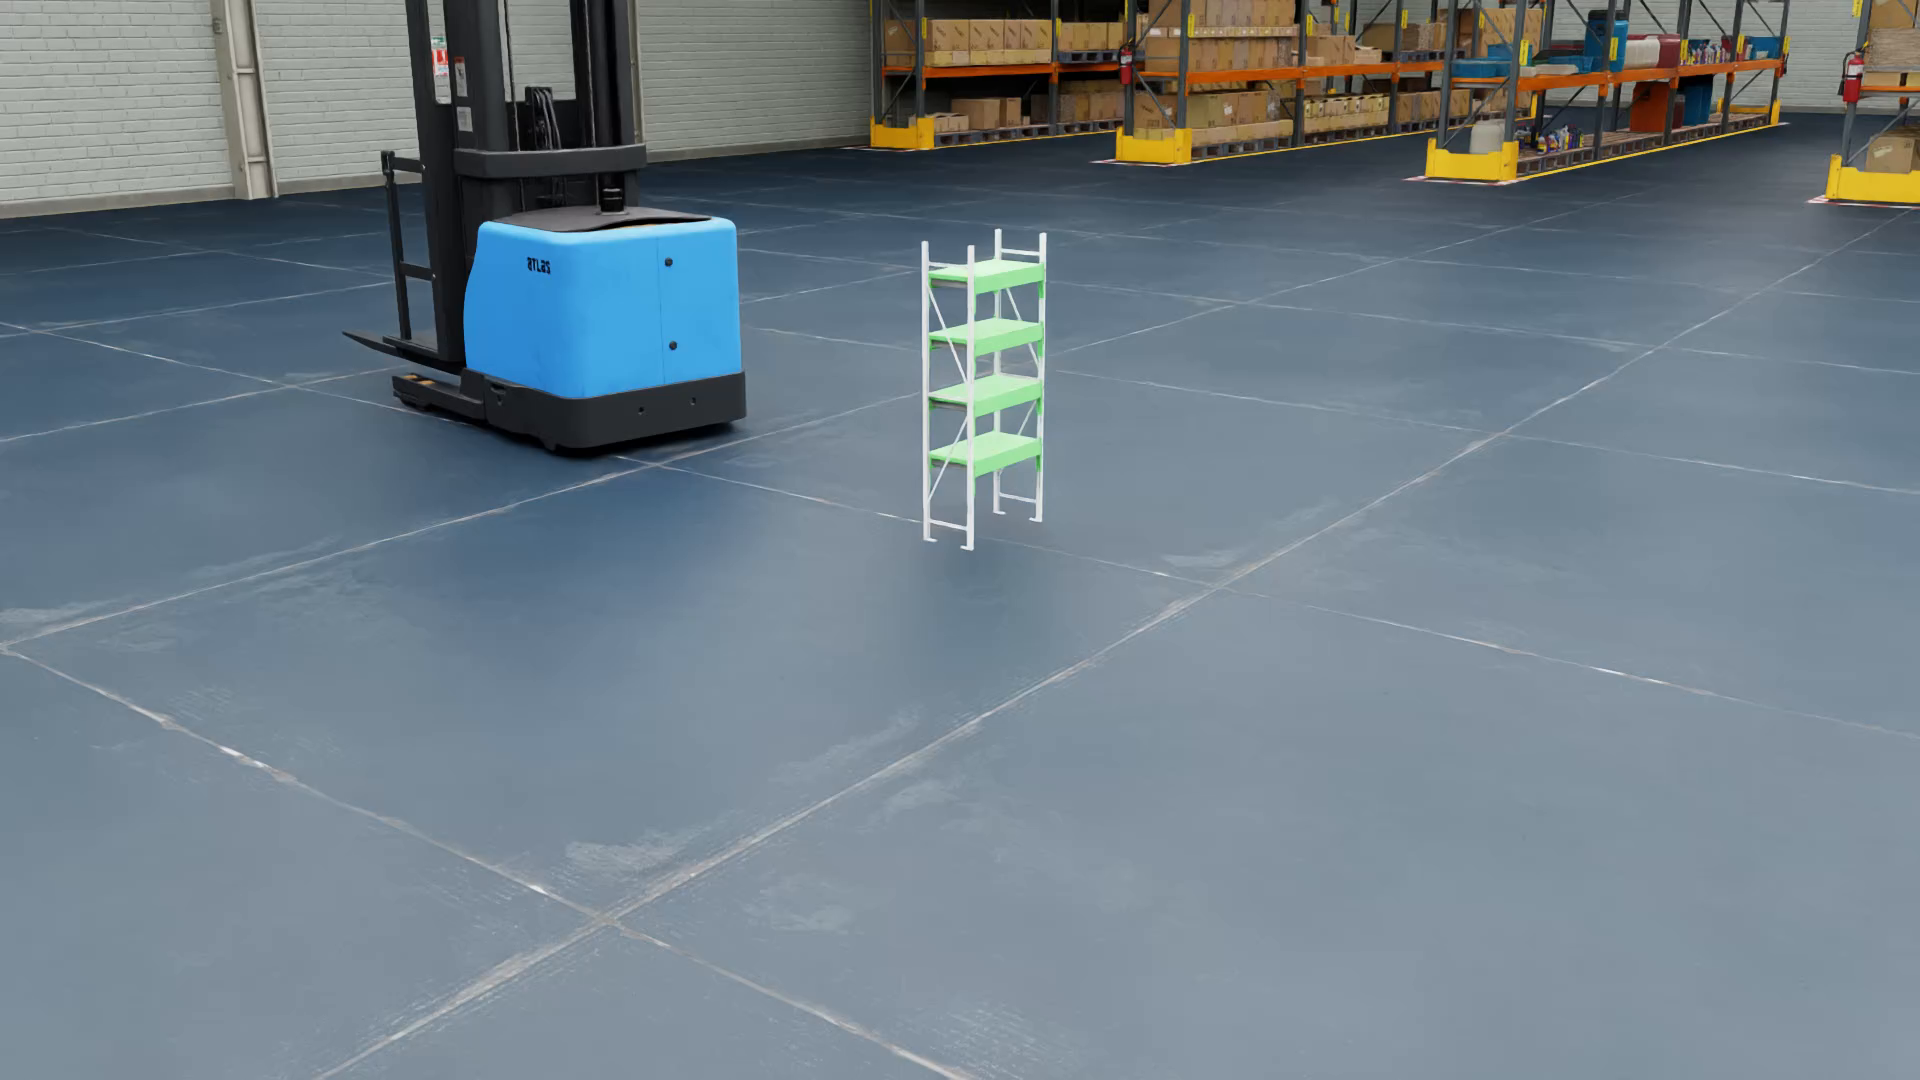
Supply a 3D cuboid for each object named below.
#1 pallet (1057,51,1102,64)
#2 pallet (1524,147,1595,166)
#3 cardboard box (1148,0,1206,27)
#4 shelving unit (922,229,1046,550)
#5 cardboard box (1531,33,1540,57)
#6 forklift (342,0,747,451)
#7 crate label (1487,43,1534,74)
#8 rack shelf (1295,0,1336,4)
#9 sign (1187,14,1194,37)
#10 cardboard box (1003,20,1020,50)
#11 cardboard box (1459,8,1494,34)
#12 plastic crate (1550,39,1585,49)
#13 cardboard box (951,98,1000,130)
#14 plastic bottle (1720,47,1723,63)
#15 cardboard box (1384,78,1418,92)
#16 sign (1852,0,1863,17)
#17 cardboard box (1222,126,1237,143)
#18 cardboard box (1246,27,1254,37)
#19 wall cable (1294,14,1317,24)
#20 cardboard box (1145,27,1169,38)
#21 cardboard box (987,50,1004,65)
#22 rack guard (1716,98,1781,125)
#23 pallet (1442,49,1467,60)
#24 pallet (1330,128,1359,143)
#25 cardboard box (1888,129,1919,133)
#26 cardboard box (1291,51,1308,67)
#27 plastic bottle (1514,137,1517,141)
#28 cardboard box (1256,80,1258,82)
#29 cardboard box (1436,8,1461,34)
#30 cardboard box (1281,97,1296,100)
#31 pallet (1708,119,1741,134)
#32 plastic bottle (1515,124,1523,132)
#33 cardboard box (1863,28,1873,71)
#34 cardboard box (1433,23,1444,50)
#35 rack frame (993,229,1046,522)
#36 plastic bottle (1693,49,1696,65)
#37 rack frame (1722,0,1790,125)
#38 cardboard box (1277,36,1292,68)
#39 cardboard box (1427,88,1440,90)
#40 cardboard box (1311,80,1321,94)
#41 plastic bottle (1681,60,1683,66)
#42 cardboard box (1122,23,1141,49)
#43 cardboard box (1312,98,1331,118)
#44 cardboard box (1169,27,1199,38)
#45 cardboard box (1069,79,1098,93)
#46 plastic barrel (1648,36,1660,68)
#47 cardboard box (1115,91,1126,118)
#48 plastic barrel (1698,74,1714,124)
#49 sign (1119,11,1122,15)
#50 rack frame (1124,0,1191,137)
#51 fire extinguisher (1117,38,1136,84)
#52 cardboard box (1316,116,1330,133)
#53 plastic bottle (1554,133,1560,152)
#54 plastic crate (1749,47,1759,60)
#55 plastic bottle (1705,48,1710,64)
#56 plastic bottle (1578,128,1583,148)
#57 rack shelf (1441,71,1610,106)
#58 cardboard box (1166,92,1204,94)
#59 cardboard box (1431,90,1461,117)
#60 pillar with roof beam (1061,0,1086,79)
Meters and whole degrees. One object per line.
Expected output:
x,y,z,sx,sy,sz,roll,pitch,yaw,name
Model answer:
1.928,-9.103,31.323,1.003,0.211,1.213,12,21,35,pallet
8.878,-5.803,25.076,1.003,0.211,1.213,12,21,35,pallet
3.273,-8.000,25.092,0.700,0.500,0.500,13,21,35,cardboard box
0.099,-0.612,6.693,0.258,1.200,0.503,12,21,35,shelving unit
12.438,-10.915,36.666,0.500,0.500,0.500,13,22,36,cardboard box
-2.468,-2.189,8.852,1.130,2.935,3.031,-15,23,-40,forklift
7.808,-6.838,23.646,0.502,0.435,0.616,12,21,35,crate label
7.314,-12.509,38.123,1.077,0.370,4.000,12,21,35,rack shelf
3.395,-7.563,24.447,0.100,0.325,0.005,12,21,35,sign
0.721,-8.929,29.394,0.500,0.500,0.500,12,21,33,cardboard box
10.610,-10.657,34.149,0.500,0.500,0.500,13,22,36,cardboard box
9.355,-7.488,25.690,0.402,0.464,0.583,12,21,35,plastic crate
0.274,-7.553,29.480,0.700,0.500,0.500,11,20,31,cardboard box
14.002,-8.923,30.617,0.061,0.283,0.133,12,21,35,plastic bottle
8.725,-9.014,32.921,0.500,0.250,0.500,12,21,34,cardboard box
10.473,-6.267,19.380,0.100,0.325,0.005,12,21,35,sign
4.044,-6.426,26.306,0.500,0.250,0.500,12,21,35,cardboard box
4.433,-8.053,26.355,0.380,0.149,0.250,13,22,36,cardboard box
8.509,-12.854,41.365,0.084,1.984,1.851,12,21,35,wall cable
3.028,-7.693,25.198,0.380,0.149,0.250,12,21,34,cardboard box
0.427,-8.450,29.116,0.500,0.250,0.500,13,21,35,cardboard box
16.466,-8.960,34.754,1.175,0.500,0.348,12,21,35,rack guard
9.539,-9.807,33.589,1.003,0.211,1.213,12,21,35,pallet
6.470,-7.306,29.916,1.003,0.211,1.213,12,21,35,pallet
12.009,-4.907,20.993,0.500,0.500,0.500,15,23,40,cardboard box
5.595,-8.217,28.400,0.500,0.250,0.500,14,22,38,cardboard box
8.144,-5.841,24.472,0.097,0.201,0.097,0,17,0,plastic bottle
6.873,-10.610,38.264,0.380,0.149,0.250,12,21,33,cardboard box
10.196,-10.761,34.483,0.500,0.500,0.500,13,21,35,cardboard box
5.652,-7.591,29.114,0.500,0.311,0.500,13,22,36,cardboard box
14.486,-8.043,32.289,1.003,0.211,1.213,12,21,35,pallet
8.385,-6.069,24.954,0.144,0.351,0.185,11,21,32,plastic bottle
11.458,-5.916,20.067,0.875,0.500,0.500,12,21,35,cardboard box
9.100,-9.886,32.644,0.700,0.500,0.500,7,19,21,cardboard box
0.244,-0.671,6.880,0.240,1.200,0.015,12,21,35,rack frame
12.855,-8.468,29.171,0.097,0.271,0.097,0,17,0,plastic bottle
16.462,-10.146,34.357,1.000,3.000,0.127,12,21,35,rack frame
5.077,-8.105,27.616,0.700,0.500,0.500,12,21,33,cardboard box
9.619,-9.014,34.184,0.500,0.500,0.500,11,21,32,cardboard box
8.169,-10.719,39.710,0.700,0.500,0.500,12,21,35,cardboard box
12.362,-8.237,28.547,0.097,0.201,0.097,0,17,0,plastic bottle
3.156,-9.997,32.969,0.700,0.500,0.500,10,20,30,cardboard box
6.085,-7.492,28.794,0.500,0.311,0.500,12,21,34,cardboard box
3.360,-7.624,24.975,0.380,0.149,0.250,12,21,34,cardboard box
2.348,-8.821,32.300,0.500,0.250,0.500,12,21,33,cardboard box
11.254,-8.011,27.295,0.421,0.512,0.421,0,17,0,plastic barrel
2.952,-8.725,33.254,0.700,0.500,0.500,12,21,35,cardboard box
13.741,-8.265,31.131,0.600,0.901,0.708,12,21,35,plastic barrel
3.291,-10.641,34.001,0.100,0.325,0.005,12,21,35,sign
2.953,-7.211,24.907,1.000,3.000,0.127,12,21,35,rack frame
2.509,-7.228,25.092,0.296,0.674,0.183,12,21,35,fire extinguisher
6.081,-7.225,28.880,0.500,0.250,0.500,13,22,36,cardboard box
8.644,-5.773,24.134,0.097,0.271,0.097,0,17,0,plastic bottle
15.444,-9.560,32.652,0.416,0.233,0.300,12,21,35,plastic crate
13.367,-8.689,29.874,0.152,0.276,0.135,12,21,35,plastic bottle
9.290,-6.028,24.935,0.061,0.283,0.133,14,22,37,plastic bottle
8.120,-6.468,23.727,1.077,0.370,4.000,12,21,35,rack shelf
3.618,-6.878,26.498,0.500,0.500,0.500,12,21,35,cardboard box
9.738,-8.801,33.501,0.500,0.500,0.500,13,21,35,cardboard box
5.727,-11.939,30.015,9.100,9.000,0.400,12,21,35,pillar with roof beam
